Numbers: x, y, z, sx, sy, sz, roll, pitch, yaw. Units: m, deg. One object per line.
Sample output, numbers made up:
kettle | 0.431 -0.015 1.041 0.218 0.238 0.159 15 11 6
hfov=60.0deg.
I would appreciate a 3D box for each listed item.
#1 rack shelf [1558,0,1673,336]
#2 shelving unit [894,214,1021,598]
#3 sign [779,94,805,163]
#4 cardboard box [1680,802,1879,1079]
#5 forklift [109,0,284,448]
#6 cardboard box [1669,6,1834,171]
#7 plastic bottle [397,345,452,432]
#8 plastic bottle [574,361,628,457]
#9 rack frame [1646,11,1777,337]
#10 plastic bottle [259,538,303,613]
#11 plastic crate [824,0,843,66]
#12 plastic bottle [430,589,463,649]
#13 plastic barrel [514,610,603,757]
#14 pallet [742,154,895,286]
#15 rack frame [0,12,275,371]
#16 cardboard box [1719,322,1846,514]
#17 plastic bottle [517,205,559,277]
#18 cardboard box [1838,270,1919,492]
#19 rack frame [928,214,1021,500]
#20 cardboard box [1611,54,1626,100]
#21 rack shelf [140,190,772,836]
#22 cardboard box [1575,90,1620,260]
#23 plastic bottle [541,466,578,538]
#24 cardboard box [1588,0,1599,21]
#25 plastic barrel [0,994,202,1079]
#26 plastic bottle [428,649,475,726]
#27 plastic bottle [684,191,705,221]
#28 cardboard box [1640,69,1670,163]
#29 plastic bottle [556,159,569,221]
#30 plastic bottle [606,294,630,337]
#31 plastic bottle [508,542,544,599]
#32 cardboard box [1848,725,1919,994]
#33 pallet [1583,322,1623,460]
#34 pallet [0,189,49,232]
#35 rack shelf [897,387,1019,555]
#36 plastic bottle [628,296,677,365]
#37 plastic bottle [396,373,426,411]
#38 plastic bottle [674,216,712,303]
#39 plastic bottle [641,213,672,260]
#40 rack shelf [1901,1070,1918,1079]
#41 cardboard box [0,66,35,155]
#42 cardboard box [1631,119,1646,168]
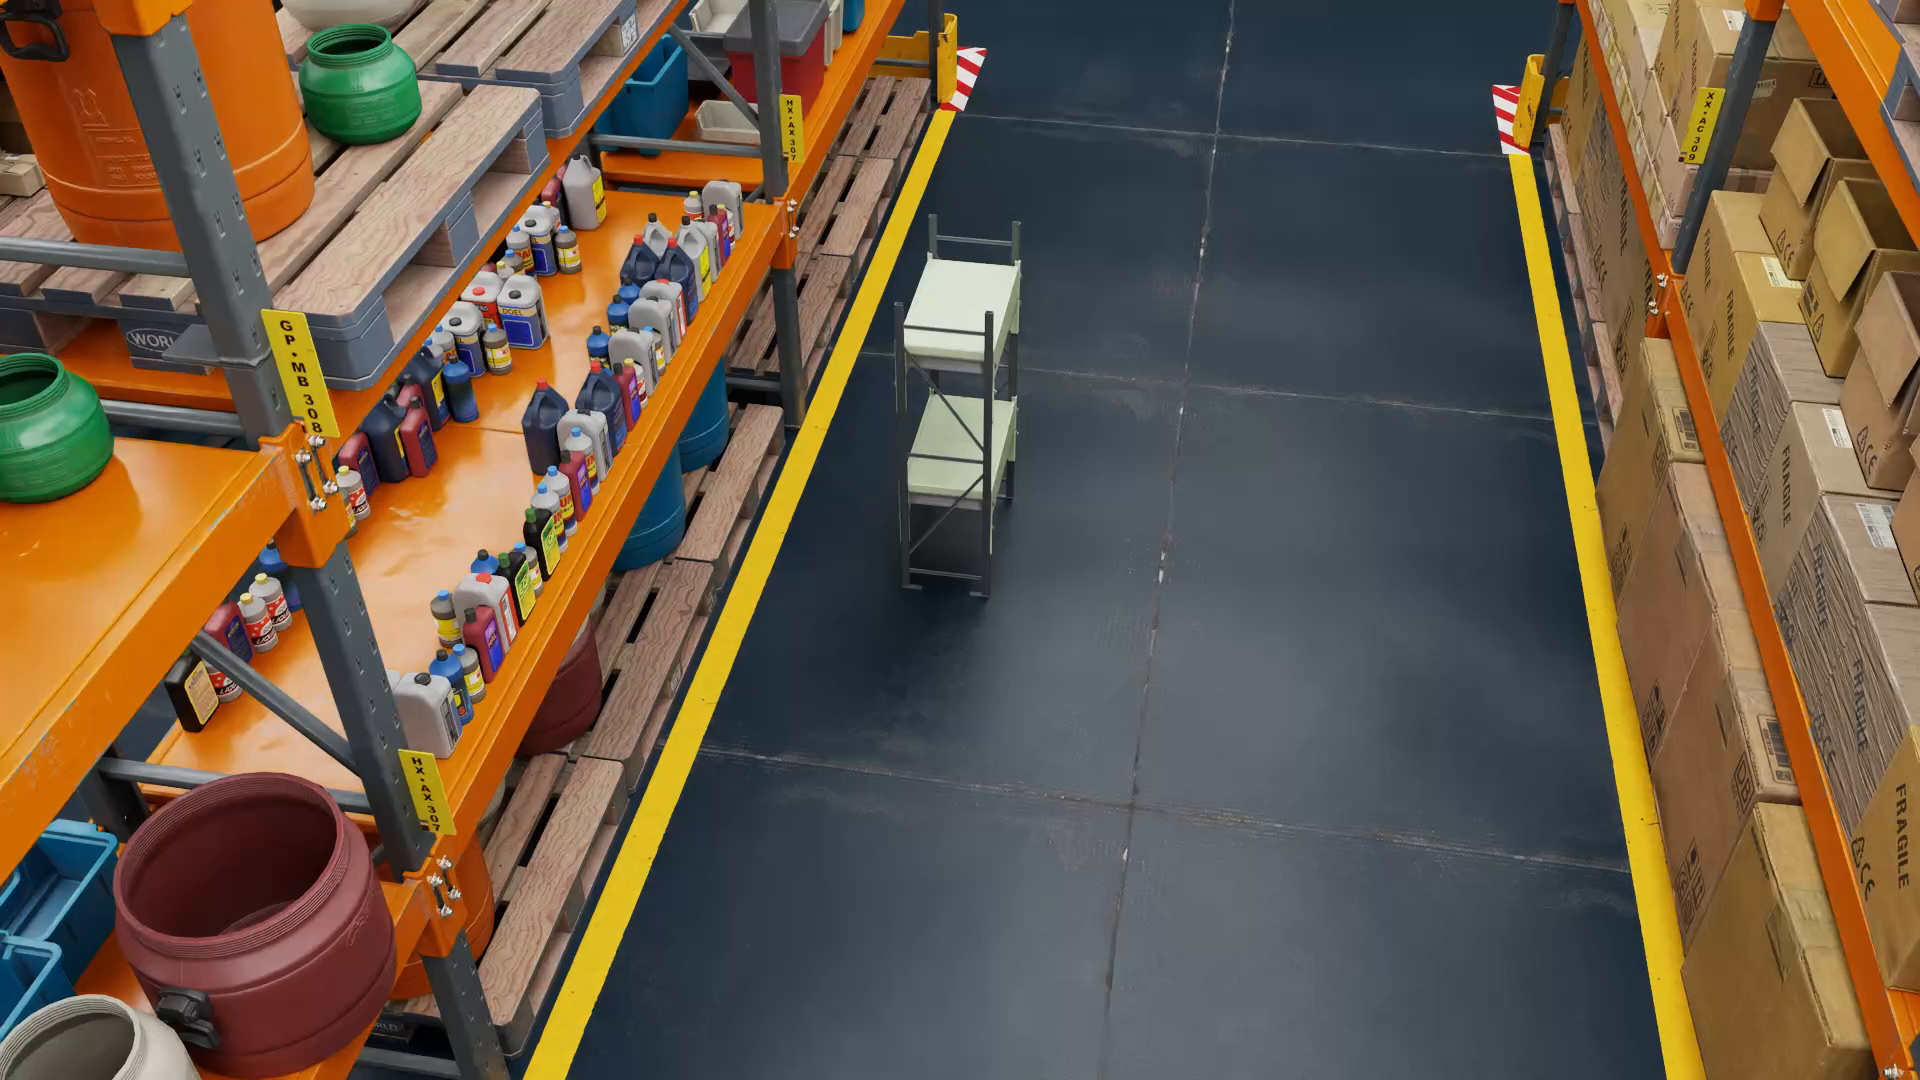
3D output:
rack shelf | 3.924 -2.246 8.773 1.077 0.370 4.000 6 40 8
shelving unit | -0.001 -0.574 7.364 0.431 1.500 0.755 6 40 8
sign | -0.759 -1.859 7.524 0.100 0.325 0.005 6 40 8
cardboard box | 3.025 1.469 5.054 1.225 0.875 0.875 5 40 6
forklift | -3.396 -2.344 8.381 1.121 2.935 3.031 13 41 16
cardboard box | 3.394 -1.932 7.125 0.500 0.500 0.500 7 40 9
plastic bottle | -2.022 -0.598 6.254 0.144 0.351 0.185 6 40 8
plastic bottle | -1.328 -0.491 6.125 0.144 0.351 0.185 6 40 8
rack frame | 3.577 -1.268 7.026 1.000 3.000 0.127 6 40 8
plastic bottle | -2.232 0.108 5.463 0.097 0.271 0.097 0 40 0
plastic crate | -0.855 -2.729 8.840 0.437 0.282 0.530 6 40 8
plastic bottle | -1.646 0.245 5.353 0.097 0.201 0.097 0 40 0
plastic barrel | -1.730 0.446 6.516 0.600 0.588 0.708 6 40 8
pallet | -1.003 -1.973 10.067 1.003 0.211 1.213 6 40 8
rack frame | -1.993 -1.616 2.739 1.000 3.000 0.127 6 40 8
cardboard box | 3.079 -0.415 5.917 0.500 0.500 0.500 6 40 7
plastic bottle | -1.819 -1.288 7.148 0.152 0.276 0.135 6 40 8
cardboard box | 3.253 -0.470 5.195 0.797 0.503 0.637 8 40 9
rack frame | 0.062 -0.804 7.642 0.400 1.500 0.023 6 40 8
cardboard box | 3.575 -2.365 8.550 0.380 0.149 0.250 7 40 8
rack shelf | -1.647 -0.357 6.335 0.919 0.124 3.809 6 40 8
cardboard box | 4.080 -2.139 9.418 0.875 0.875 0.875 6 40 8
plastic bottle | -1.393 -0.140 5.763 0.097 0.271 0.097 0 40 0
cardboard box | 3.752 -3.009 9.329 0.380 0.149 0.250 6 40 7
plastic barrel | -1.961 1.323 3.805 0.421 0.512 0.421 0 40 0
plastic bottle | -1.553 0.440 5.061 0.097 0.271 0.097 0 40 0
plastic bottle | -1.177 -1.456 7.410 0.097 0.201 0.097 0 40 0
cardboard box | 3.483 -1.956 7.742 0.500 0.250 0.500 8 40 9
plastic bottle | -1.784 -1.586 7.502 0.061 0.283 0.133 6 40 8
plastic bottle | -1.350 -0.853 6.626 0.097 0.271 0.097 0 40 0
plastic bottle | -1.450 0.093 5.536 0.097 0.201 0.097 0 40 0
cardboard box | 2.727 0.867 4.366 0.500 0.500 0.500 8 40 9
pallet | 3.786 -0.662 8.481 1.003 0.211 1.213 6 40 8
pallet | -6.059 -1.718 9.760 1.003 0.211 1.213 6 40 8
rack shelf | -0.001 -0.323 7.572 0.431 0.370 0.720 6 40 8
plastic bottle | -1.224 -0.853 6.622 0.152 0.276 0.135 6 40 8
plastic bottle | -2.030 -0.470 6.153 0.061 0.283 0.133 6 40 8
plastic bottle | -1.138 -1.182 6.961 0.144 0.351 0.185 6 40 8
plastic bottle | -1.280 -1.198 6.980 0.144 0.351 0.185 6 40 8
rack shelf | 2.539 2.775 2.701 1.077 0.370 4.000 6 40 8
cardboard box | -5.859 -2.749 10.432 0.797 0.503 0.637 6 40 8
cardboard box | 3.441 -1.882 7.967 0.380 0.149 0.250 7 40 9
